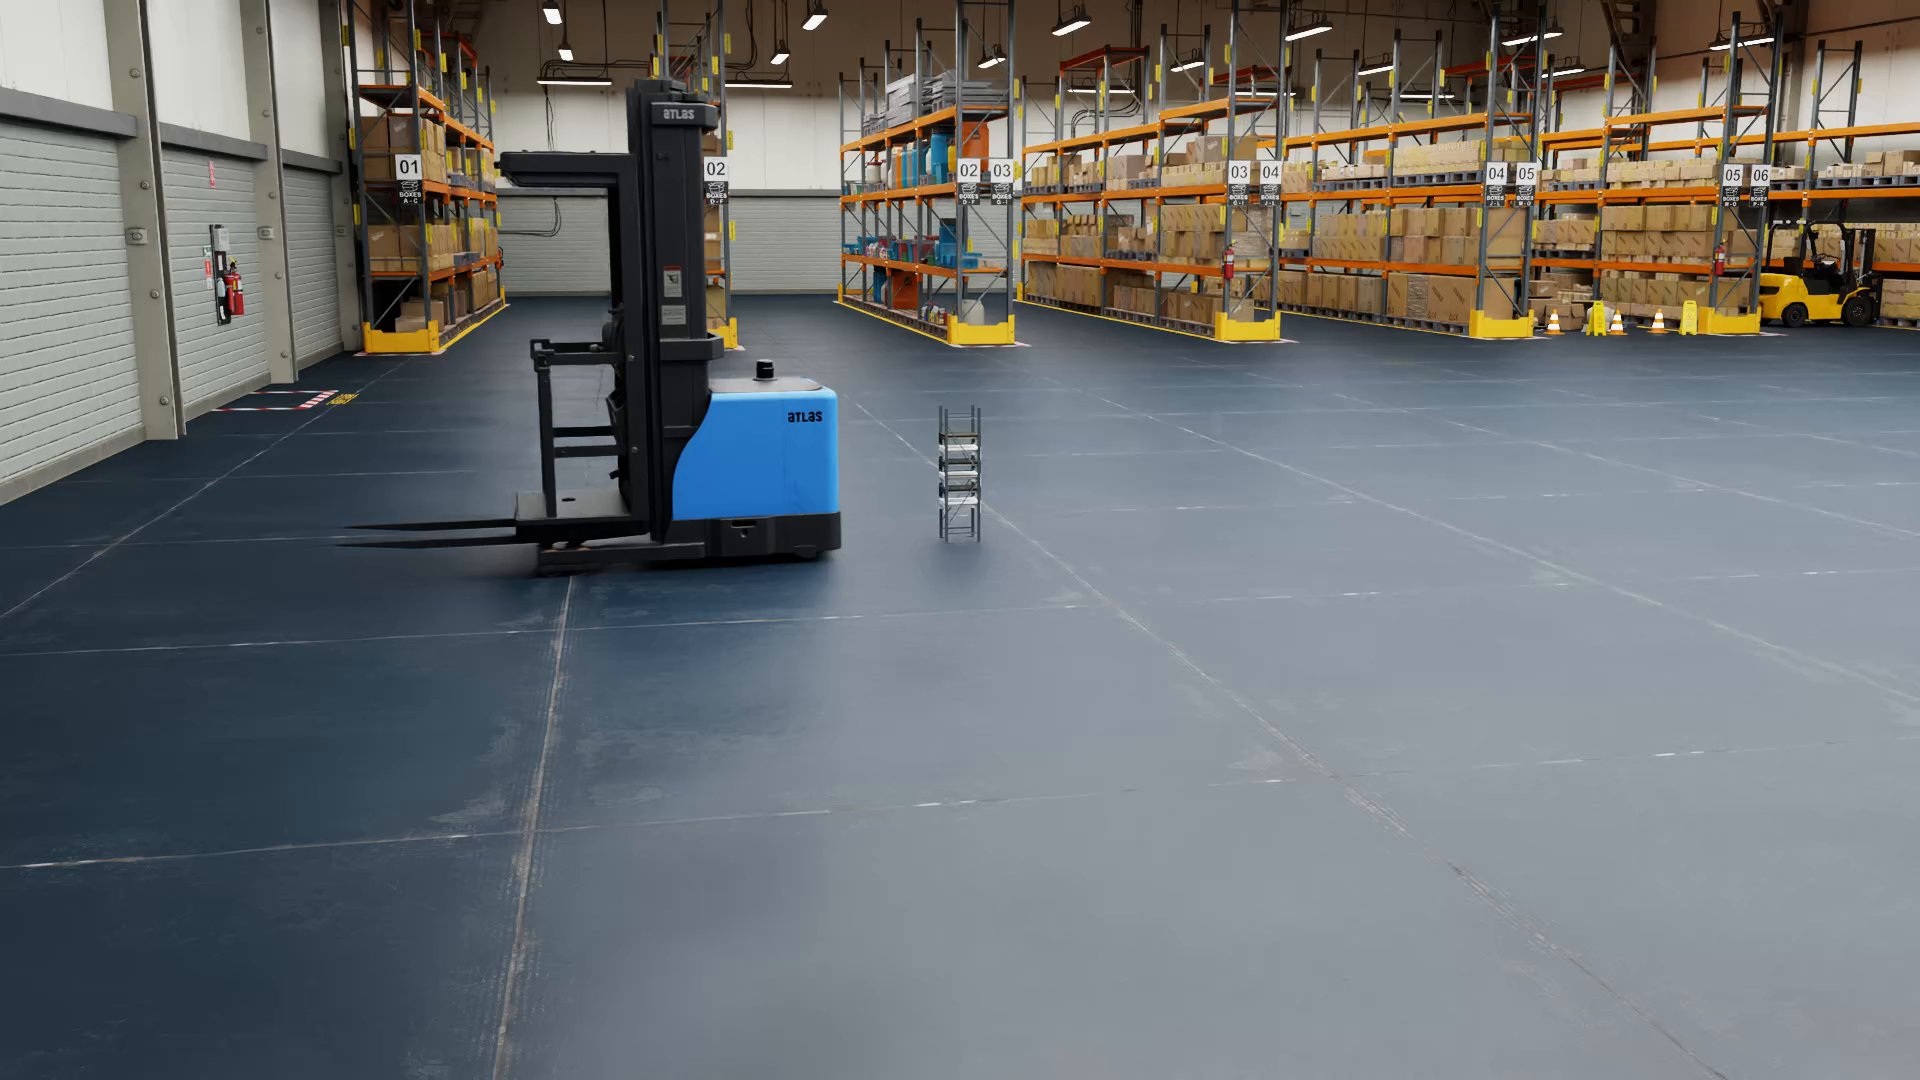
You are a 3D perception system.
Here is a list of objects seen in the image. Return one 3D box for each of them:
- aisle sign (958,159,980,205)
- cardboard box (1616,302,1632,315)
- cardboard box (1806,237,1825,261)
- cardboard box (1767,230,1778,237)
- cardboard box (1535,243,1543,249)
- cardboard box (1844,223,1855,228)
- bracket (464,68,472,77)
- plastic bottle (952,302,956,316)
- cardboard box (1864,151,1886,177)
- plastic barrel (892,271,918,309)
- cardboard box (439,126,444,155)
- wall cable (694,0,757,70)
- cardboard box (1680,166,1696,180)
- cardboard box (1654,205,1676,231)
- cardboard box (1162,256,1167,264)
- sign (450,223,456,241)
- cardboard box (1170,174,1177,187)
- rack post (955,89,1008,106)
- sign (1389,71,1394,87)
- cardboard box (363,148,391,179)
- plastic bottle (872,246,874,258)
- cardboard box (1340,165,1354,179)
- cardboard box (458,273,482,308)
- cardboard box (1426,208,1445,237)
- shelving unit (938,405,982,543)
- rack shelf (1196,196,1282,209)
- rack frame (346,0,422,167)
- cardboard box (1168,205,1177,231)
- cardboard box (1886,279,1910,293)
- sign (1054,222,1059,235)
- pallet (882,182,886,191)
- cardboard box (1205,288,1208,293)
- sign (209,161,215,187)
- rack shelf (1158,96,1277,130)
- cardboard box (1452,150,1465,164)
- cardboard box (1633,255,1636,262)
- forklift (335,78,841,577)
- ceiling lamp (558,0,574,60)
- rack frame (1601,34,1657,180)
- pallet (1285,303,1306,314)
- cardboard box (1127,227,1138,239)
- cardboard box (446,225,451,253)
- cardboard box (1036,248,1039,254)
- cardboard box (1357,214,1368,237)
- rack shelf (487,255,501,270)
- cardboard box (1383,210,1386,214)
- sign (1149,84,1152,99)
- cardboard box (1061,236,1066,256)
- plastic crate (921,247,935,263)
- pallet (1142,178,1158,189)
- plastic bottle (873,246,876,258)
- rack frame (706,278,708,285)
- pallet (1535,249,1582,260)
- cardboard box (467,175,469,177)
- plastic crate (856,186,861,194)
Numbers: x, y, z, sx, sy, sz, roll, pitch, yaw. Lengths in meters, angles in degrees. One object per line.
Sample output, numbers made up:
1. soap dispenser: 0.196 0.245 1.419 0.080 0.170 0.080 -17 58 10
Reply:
1. aisle sign: 0.155 -6.218 28.893 0.394 0.787 0.004 -2 11 -11
2. cardboard box: 14.198 -4.880 35.041 0.500 0.250 0.500 -1 11 -8
3. cardboard box: 18.932 -6.379 36.421 0.500 0.500 0.500 -2 11 -13
4. cardboard box: 18.572 -6.980 37.844 0.380 0.149 0.250 -2 11 -13
5. cardboard box: 13.523 -6.792 38.408 0.380 0.149 0.250 -1 11 -8
6. cardboard box: 19.097 -6.677 35.455 0.380 0.149 0.250 -2 11 -12
7. bracket: -13.965 -13.242 47.077 0.235 0.232 0.430 -2 11 -11
8. plastic bottle: -0.079 -4.501 32.730 0.144 0.351 0.185 -2 11 -11
9. cardboard box: 19.377 -7.839 34.672 0.797 0.503 0.637 -2 11 -9
10. plastic barrel: -1.236 -5.662 37.603 0.600 0.830 0.708 -2 11 -11
11. cardboard box: -9.583 -7.180 29.878 0.500 0.500 0.500 -2 11 -8
12. wall cable: -7.458 -14.938 48.245 3.097 2.526 0.112 -2 11 -11
13. cardboard box: 14.564 -7.229 32.737 0.500 0.250 0.500 -2 11 -12
14. cardboard box: 14.407 -6.461 33.382 0.700 0.500 0.500 -2 11 -12
15. cardboard box: 4.295 -5.659 33.578 0.380 0.149 0.250 -2 11 -11
16. sign: -9.533 -5.785 31.254 0.100 0.325 0.005 -2 11 -11
17. cardboard box: 4.457 -7.090 32.805 0.500 0.250 0.500 -2 11 -12
18. rack post: 0.410 -7.810 29.500 0.937 0.300 0.954 -1 11 -5
19. sign: 8.868 -9.464 34.142 0.100 0.325 0.005 -2 11 -11
20. cardboard box: -9.615 -6.205 27.431 0.500 0.500 0.500 -1 11 -7
21. plastic bottle: -2.005 -6.837 39.426 0.152 0.276 0.135 -2 11 -11
22. cardboard box: 8.742 -8.133 36.729 0.500 0.311 0.500 -2 11 -12
23. cardboard box: -11.020 -5.523 36.819 0.750 0.750 0.750 -2 11 -11
24. cardboard box: 9.737 -6.279 32.872 0.875 0.550 0.500 -2 11 -11
25. shelving unit: -0.002 -0.444 11.120 0.258 0.900 0.210 -2 11 -11
26. rack shelf: 7.452 -8.995 44.336 1.077 0.370 4.000 -2 11 -11
27. rack frame: -9.286 -7.552 26.808 1.000 3.000 0.127 -2 11 -11
28. cardboard box: 4.449 -6.382 32.968 0.500 0.500 0.500 -2 11 -11
29. cardboard box: 19.379 -5.200 34.053 0.500 0.250 0.500 -2 11 -10
30. sign: 2.412 -7.790 41.576 0.100 0.325 0.005 -2 11 -11
31. pallet: -1.177 -7.957 37.464 1.003 0.211 1.213 -2 11 -11
32. cardboard box: 6.983 -6.895 45.901 0.380 0.149 0.250 -2 11 -11
33. sign: -8.756 -4.281 19.465 0.001 0.298 0.199 -2 11 -11
34. rack shelf: 4.902 -8.104 31.642 1.077 0.370 4.000 -2 11 -11
35. cardboard box: 9.710 -7.280 31.616 0.500 0.250 0.500 -2 11 -11
36. cardboard box: 14.258 -5.860 34.635 0.380 0.149 0.250 -2 11 -11
37. forklift: -2.329 -1.327 10.331 3.031 2.935 1.130 -3 11 -15
38. ceiling lamp: -8.705 -12.570 37.558 0.800 3.185 2.000 -2 11 -11
39. rack frame: 14.233 -9.187 35.395 1.000 3.000 0.127 -2 11 -11
40. pallet: 8.469 -5.548 39.781 1.003 0.211 1.213 -2 11 -11
41. cardboard box: 4.085 -6.672 36.837 0.700 0.500 0.500 0 11 -3
42. cardboard box: -9.566 -5.476 30.289 0.500 0.500 0.500 -2 11 -11
43. cardboard box: 2.224 -7.597 43.762 0.380 0.149 0.250 -2 11 -12
44. cardboard box: 9.095 -6.859 36.270 0.700 0.500 0.500 -2 11 -11
45. rack shelf: -12.009 -6.819 40.927 1.077 0.370 4.000 -2 11 -11
46. cardboard box: 11.927 -9.033 45.956 0.380 0.149 0.250 -2 11 -10
47. sign: 4.265 -10.079 37.374 0.100 0.325 0.005 -2 11 -11
48. cardboard box: 2.801 -7.302 41.271 0.500 0.500 0.500 -2 11 -11
49. plastic crate: -0.369 -5.568 32.593 0.767 0.338 0.504 -2 11 -11
50. pallet: 4.497 -7.378 34.415 1.213 0.211 1.003 -2 11 -11
51. plastic bottle: -1.960 -6.794 39.202 0.152 0.276 0.135 -2 11 -11
52. rack frame: -5.983 -6.253 36.028 1.000 3.000 0.127 -2 11 -11
53. pallet: 13.880 -6.517 37.929 1.003 0.211 1.213 -2 11 -11
54. cardboard box: -11.384 -8.280 37.208 0.700 0.500 0.500 -2 11 -12
55. plastic crate: -2.281 -8.602 40.915 0.450 0.188 0.662 -2 11 -11
